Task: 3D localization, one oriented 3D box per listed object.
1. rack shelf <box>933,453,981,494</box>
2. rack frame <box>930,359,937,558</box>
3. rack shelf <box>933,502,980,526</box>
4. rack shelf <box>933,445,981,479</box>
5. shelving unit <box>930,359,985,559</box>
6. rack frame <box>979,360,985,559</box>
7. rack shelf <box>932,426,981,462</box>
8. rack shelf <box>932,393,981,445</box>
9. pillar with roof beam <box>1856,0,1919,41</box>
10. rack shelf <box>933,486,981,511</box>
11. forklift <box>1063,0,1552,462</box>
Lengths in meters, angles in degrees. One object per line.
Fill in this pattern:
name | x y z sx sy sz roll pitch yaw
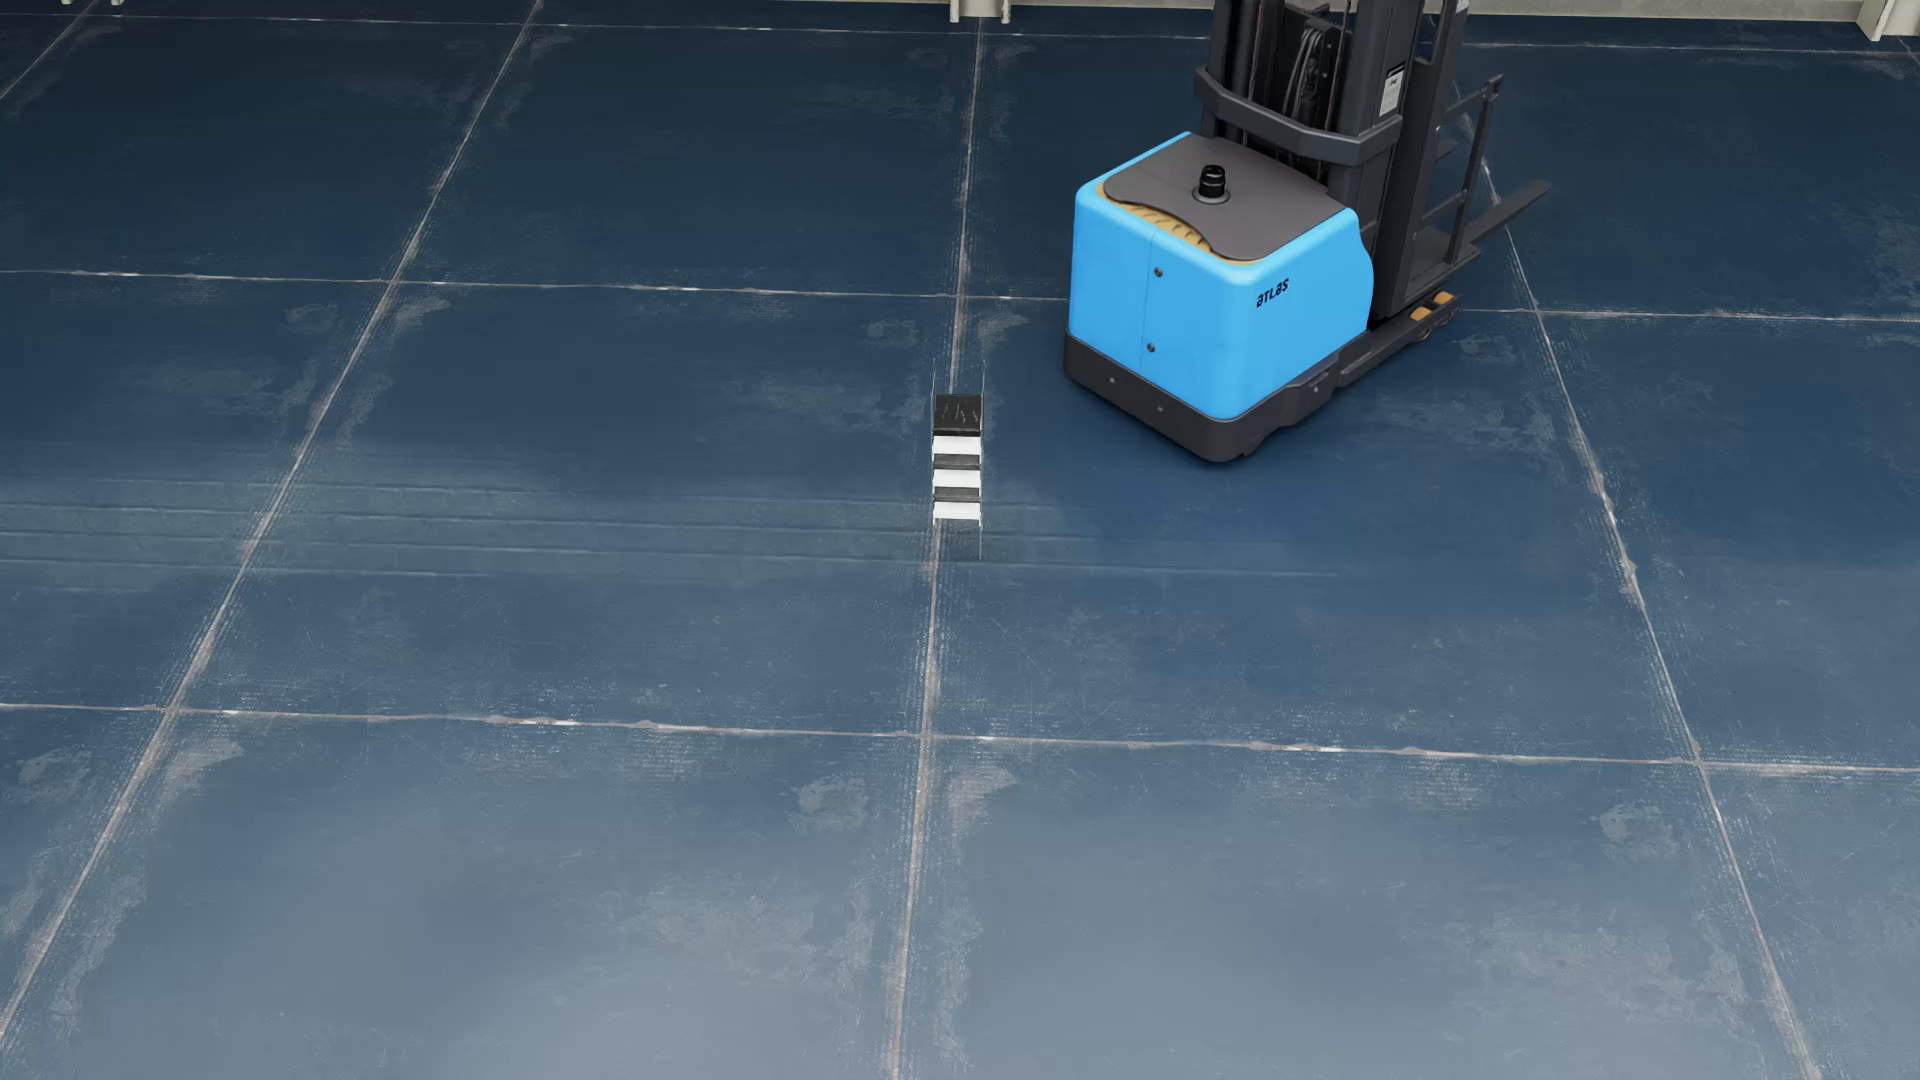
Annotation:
rack shelf | -0.008 -0.305 7.052 0.200 0.077 0.258 2 43 2
rack frame | -0.110 -0.333 7.032 0.006 0.900 0.240 2 43 2
rack shelf | -0.008 -0.173 7.174 0.200 0.077 0.258 2 43 2
rack shelf | -0.008 -0.371 6.990 0.200 0.077 0.258 2 43 2
shelving unit | -0.008 -0.330 7.029 0.210 0.900 0.258 2 43 2
rack frame | 0.093 -0.326 7.026 0.006 0.900 0.240 2 43 2
rack shelf | -0.008 -0.437 6.929 0.200 0.077 0.258 2 43 2
rack shelf | -0.008 -0.503 6.868 0.200 0.077 0.258 2 43 2
pillar with roof beam | 5.938 -3.710 4.716 0.400 9.000 9.100 2 43 2
rack shelf | -0.008 -0.239 7.113 0.200 0.077 0.258 2 43 2
forklift | 1.918 -2.316 7.671 3.031 2.935 1.130 -33 52 -30
